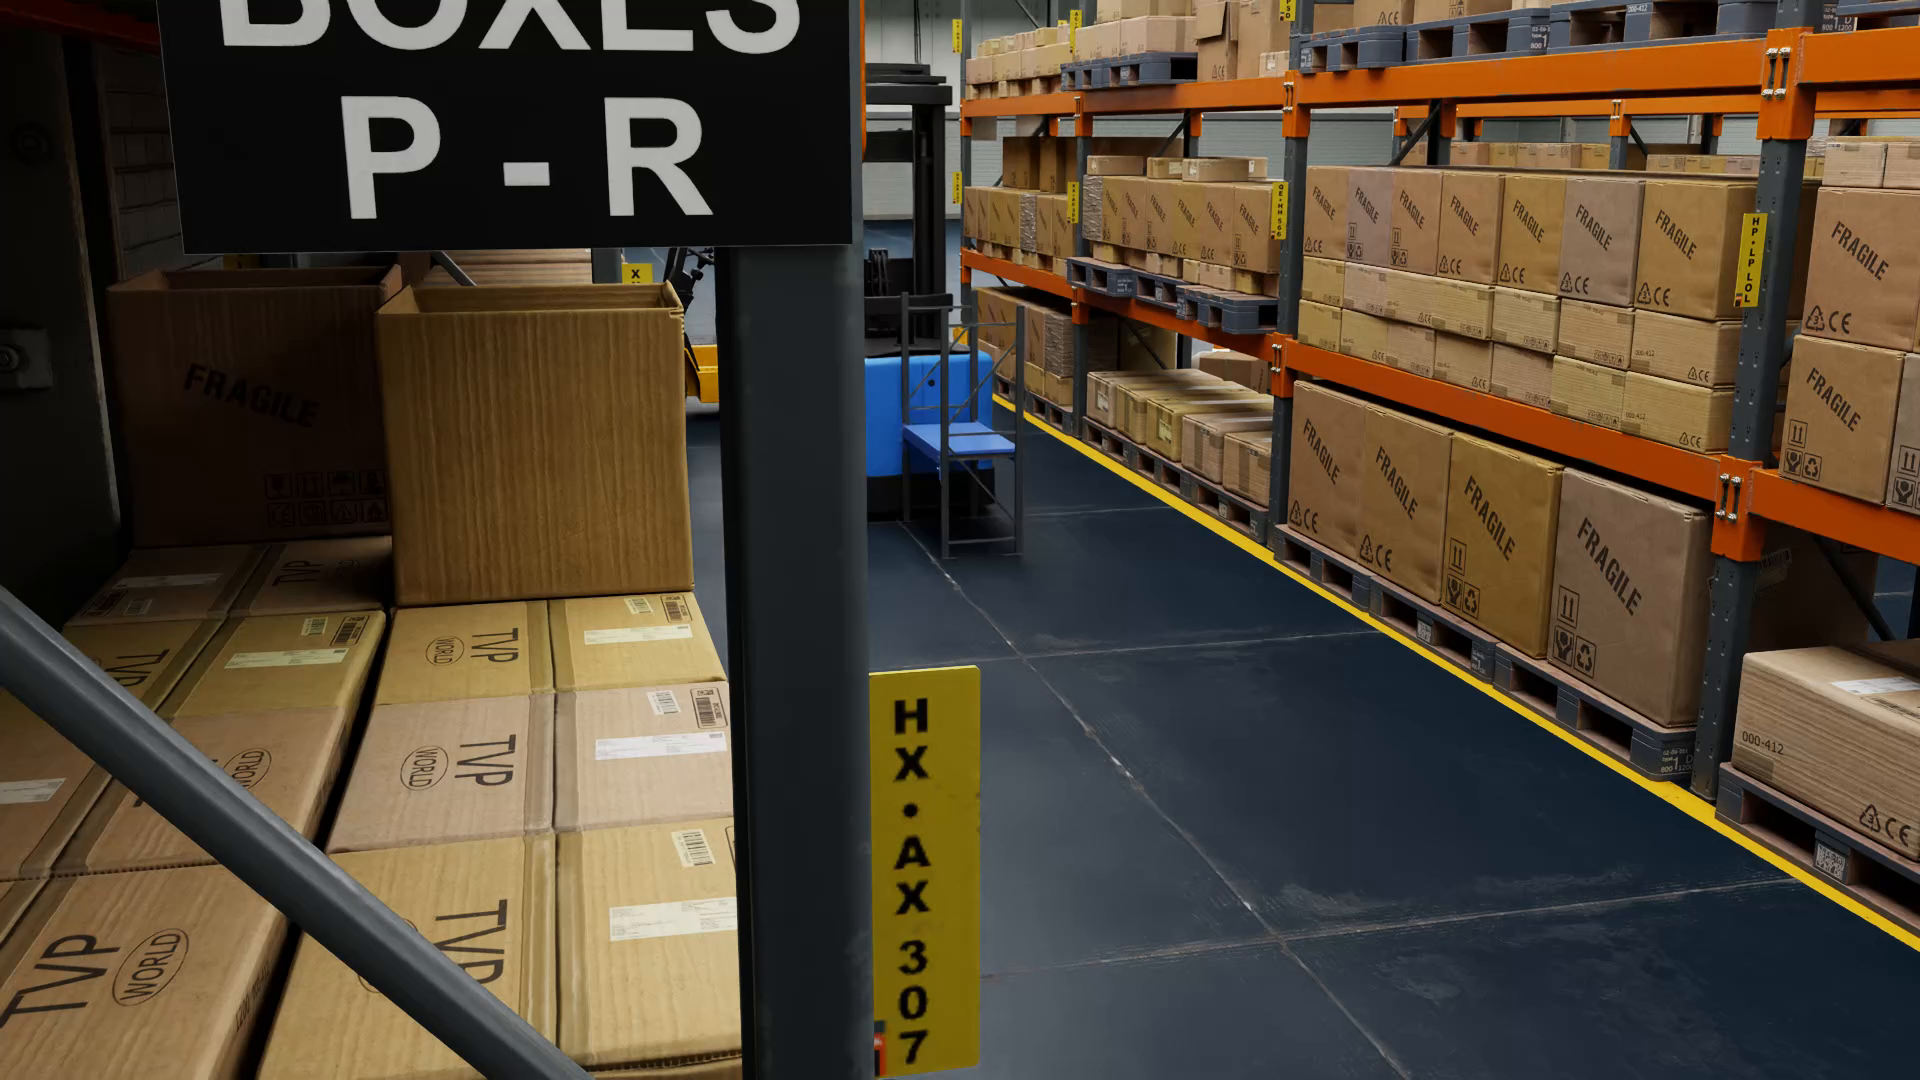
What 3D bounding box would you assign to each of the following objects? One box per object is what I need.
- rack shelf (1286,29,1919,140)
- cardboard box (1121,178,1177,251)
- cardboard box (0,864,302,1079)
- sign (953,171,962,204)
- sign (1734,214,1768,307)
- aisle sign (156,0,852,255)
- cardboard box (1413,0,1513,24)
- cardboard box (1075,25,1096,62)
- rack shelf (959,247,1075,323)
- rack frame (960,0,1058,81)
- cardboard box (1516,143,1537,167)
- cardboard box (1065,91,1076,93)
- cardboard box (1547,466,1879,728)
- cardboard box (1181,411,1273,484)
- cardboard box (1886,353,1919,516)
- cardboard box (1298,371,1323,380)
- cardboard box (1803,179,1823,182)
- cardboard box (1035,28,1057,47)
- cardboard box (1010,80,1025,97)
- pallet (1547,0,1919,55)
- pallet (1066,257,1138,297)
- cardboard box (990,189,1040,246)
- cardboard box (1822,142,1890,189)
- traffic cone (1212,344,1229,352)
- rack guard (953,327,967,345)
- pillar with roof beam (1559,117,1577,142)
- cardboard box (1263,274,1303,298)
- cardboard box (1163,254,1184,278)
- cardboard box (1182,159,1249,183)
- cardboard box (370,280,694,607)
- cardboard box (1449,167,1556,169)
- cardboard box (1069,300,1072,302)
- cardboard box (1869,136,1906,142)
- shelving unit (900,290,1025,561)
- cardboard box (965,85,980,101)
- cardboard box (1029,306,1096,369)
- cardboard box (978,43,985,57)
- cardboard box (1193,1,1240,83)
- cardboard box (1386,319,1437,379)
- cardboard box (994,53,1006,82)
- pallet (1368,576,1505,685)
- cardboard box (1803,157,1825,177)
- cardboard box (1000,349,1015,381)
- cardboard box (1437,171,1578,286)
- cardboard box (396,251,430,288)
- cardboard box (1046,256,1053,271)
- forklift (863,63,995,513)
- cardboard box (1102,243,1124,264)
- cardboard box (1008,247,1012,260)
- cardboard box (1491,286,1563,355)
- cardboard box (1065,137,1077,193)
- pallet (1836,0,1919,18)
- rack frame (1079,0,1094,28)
[{"bbox_3d":[2.853,-2.065,7.756,1.077,0.370,4.000,-3,14,-13],"label":"rack shelf"},{"bbox_3d":[1.496,-2.384,12.145,0.500,0.500,0.500,-3,14,-14],"label":"cardboard box"},{"bbox_3d":[-0.928,0.541,1.582,0.500,0.250,0.500,-3,14,-12],"label":"cardboard box"},{"bbox_3d":[-0.023,-3.655,17.243,0.100,0.325,0.005,-3,14,-13],"label":"sign"},{"bbox_3d":[2.798,-0.988,5.877,0.100,0.325,0.005,-3,14,-13],"label":"sign"},{"bbox_3d":[-0.260,-0.560,0.919,0.394,0.787,0.004,-3,14,-13],"label":"aisle sign"},{"bbox_3d":[2.801,-2.911,8.606,0.700,0.500,0.500,-4,14,-16],"label":"cardboard box"},{"bbox_3d":[1.192,-3.773,12.661,0.500,0.250,0.500,-4,14,-15],"label":"cardboard box"},{"bbox_3d":[0.974,-2.454,15.666,1.077,0.370,4.000,-3,14,-13],"label":"rack shelf"},{"bbox_3d":[0.505,-6.179,16.757,1.000,3.000,0.127,-3,14,-13],"label":"rack frame"},{"bbox_3d":[5.943,-3.578,16.162,0.875,0.550,0.550,-3,14,-13],"label":"cardboard box"},{"bbox_3d":[1.073,-3.733,13.595,0.380,0.149,0.250,-3,14,-13],"label":"cardboard box"},{"bbox_3d":[3.100,0.193,6.908,0.875,0.875,0.875,-3,14,-11],"label":"cardboard box"},{"bbox_3d":[2.079,-0.647,11.408,0.950,0.372,0.625,-4,14,-14],"label":"cardboard box"},{"bbox_3d":[3.293,-0.306,5.148,0.500,0.500,0.500,-3,14,-13],"label":"cardboard box"},{"bbox_3d":[3.167,-1.602,14.334,0.500,0.500,0.500,-3,14,-13],"label":"cardboard box"},{"bbox_3d":[3.499,-1.148,6.489,0.500,0.500,0.500,-3,14,-13],"label":"cardboard box"},{"bbox_3d":[0.859,-4.299,14.230,0.380,0.149,0.250,-3,14,-12],"label":"cardboard box"},{"bbox_3d":[0.676,-4.149,15.297,0.380,0.149,0.250,-4,14,-15],"label":"cardboard box"},{"bbox_3d":[3.060,-2.069,6.660,0.805,0.209,1.217,-4,14,-15],"label":"pallet"},{"bbox_3d":[1.482,-2.064,12.960,1.003,0.211,1.213,-3,14,-13],"label":"pallet"},{"bbox_3d":[0.592,-3.096,15.943,0.500,0.500,0.500,-4,14,-14],"label":"cardboard box"},{"bbox_3d":[3.145,-1.258,5.574,0.380,0.149,0.250,-3,14,-14],"label":"cardboard box"},{"bbox_3d":[2.859,-2.145,18.233,0.336,0.463,0.334,-3,14,-13],"label":"traffic cone"},{"bbox_3d":[0.523,-2.033,17.694,1.175,0.500,0.348,-3,14,-13],"label":"rack guard"},{"bbox_3d":[14.357,-14.127,49.291,9.100,9.000,0.548,-3,14,-13],"label":"pillar with roof beam"},{"bbox_3d":[2.078,-1.564,10.151,0.380,0.149,0.250,-3,14,-11],"label":"cardboard box"},{"bbox_3d":[1.637,-1.917,11.596,0.380,0.149,0.250,-4,14,-15],"label":"cardboard box"},{"bbox_3d":[1.725,-2.493,11.222,0.380,0.149,0.250,-4,14,-16],"label":"cardboard box"},{"bbox_3d":[-0.759,-0.198,3.025,0.500,0.500,0.500,-3,14,-12],"label":"cardboard box"},{"bbox_3d":[2.888,-1.731,8.874,0.500,0.500,0.500,-3,14,-12],"label":"cardboard box"},{"bbox_3d":[1.311,-1.968,15.491,0.500,0.500,0.500,-3,14,-10],"label":"cardboard box"},{"bbox_3d":[10.231,-4.123,18.038,0.500,0.500,0.500,-3,14,-13],"label":"cardboard box"},{"bbox_3d":[0.001,-0.740,10.296,0.538,1.500,1.048,-4,14,-14],"label":"shelving unit"},{"bbox_3d":[0.267,-4.505,16.756,0.380,0.149,0.250,-3,14,-13],"label":"cardboard box"},{"bbox_3d":[0.923,-1.813,14.857,0.500,0.500,0.500,-3,14,-12],"label":"cardboard box"},{"bbox_3d":[0.390,-4.894,16.667,0.380,0.149,0.250,-3,14,-14],"label":"cardboard box"},{"bbox_3d":[1.998,-3.277,10.981,0.797,0.503,0.637,-3,14,-13],"label":"cardboard box"},{"bbox_3d":[2.509,-0.981,8.436,0.500,0.250,0.500,-3,14,-11],"label":"cardboard box"},{"bbox_3d":[0.618,-4.428,15.600,0.500,0.250,0.500,-3,14,-12],"label":"cardboard box"},{"bbox_3d":[2.778,0.402,8.335,1.003,0.211,1.213,-3,14,-13],"label":"pallet"},{"bbox_3d":[6.713,-2.709,12.880,0.700,0.500,0.500,-3,14,-14],"label":"cardboard box"},{"bbox_3d":[0.678,-1.688,15.925,0.500,0.250,0.500,-2,14,-9],"label":"cardboard box"},{"bbox_3d":[2.609,-1.475,7.828,0.500,0.500,0.500,-3,14,-12],"label":"cardboard box"},{"bbox_3d":[-2.471,-1.267,8.196,0.500,0.500,0.500,-3,14,-11],"label":"cardboard box"},{"bbox_3d":[0.977,-2.457,14.692,0.380,0.149,0.250,-3,14,-14],"label":"cardboard box"},{"bbox_3d":[-0.717,-1.896,12.013,1.130,2.935,3.031,-5,14,-18],"label":"forklift"},{"bbox_3d":[1.317,-2.221,12.841,0.380,0.149,0.250,-3,14,-12],"label":"cardboard box"},{"bbox_3d":[0.669,-2.753,15.904,0.380,0.149,0.250,-3,14,-11],"label":"cardboard box"},{"bbox_3d":[2.731,-0.989,7.416,0.500,0.250,0.500,-3,14,-12],"label":"cardboard box"},{"bbox_3d":[1.361,-3.371,14.959,0.700,0.500,0.500,-4,14,-14],"label":"cardboard box"},{"bbox_3d":[3.505,-1.721,5.018,1.003,0.211,1.213,-3,14,-13],"label":"pallet"},{"bbox_3d":[1.444,-5.256,12.980,1.000,3.000,0.127,-3,14,-13],"label":"rack frame"}]
